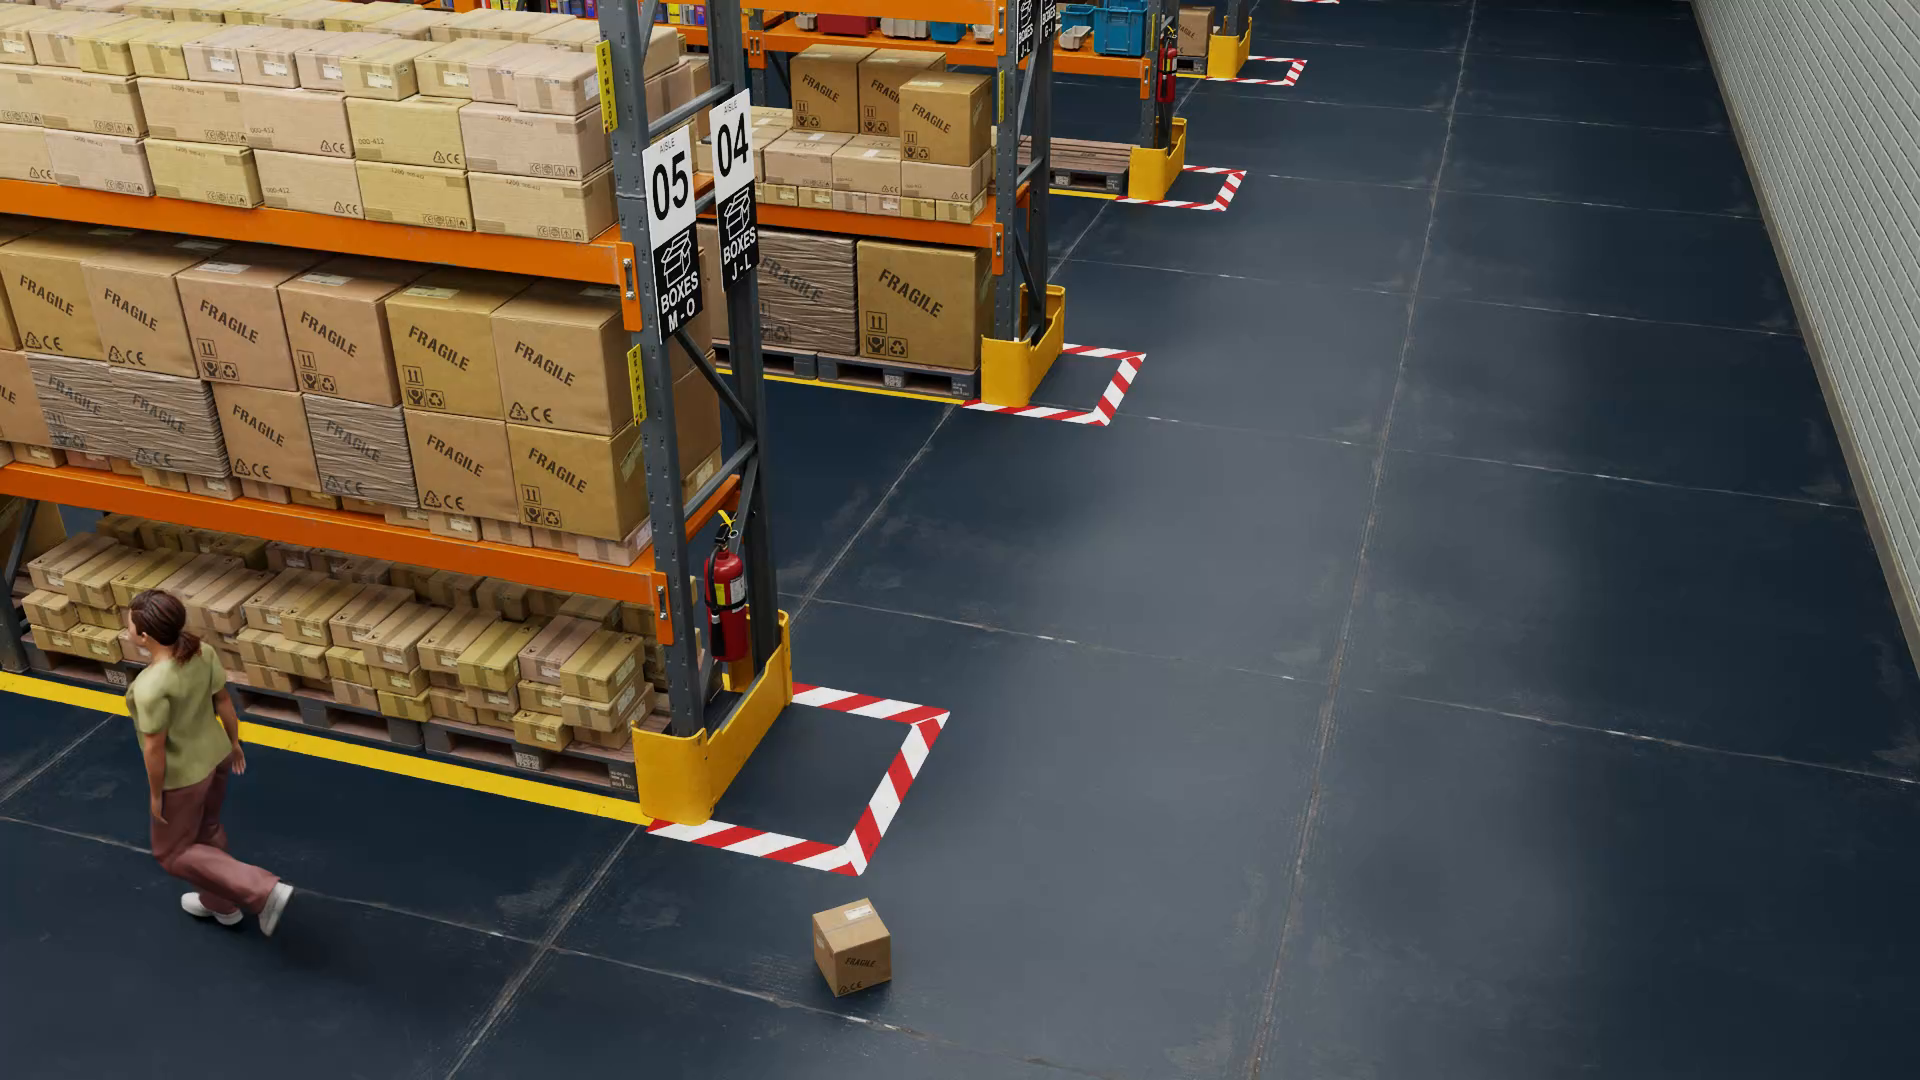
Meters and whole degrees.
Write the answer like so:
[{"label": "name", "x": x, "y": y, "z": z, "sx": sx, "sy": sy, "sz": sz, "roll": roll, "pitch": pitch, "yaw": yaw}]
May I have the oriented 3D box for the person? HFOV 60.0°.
[{"label": "person", "x": -3.087, "y": 0.944, "z": 6.786, "sx": 0.674, "sy": 1.652, "sz": 0.459, "roll": 6, "pitch": 30, "yaw": 11}]
